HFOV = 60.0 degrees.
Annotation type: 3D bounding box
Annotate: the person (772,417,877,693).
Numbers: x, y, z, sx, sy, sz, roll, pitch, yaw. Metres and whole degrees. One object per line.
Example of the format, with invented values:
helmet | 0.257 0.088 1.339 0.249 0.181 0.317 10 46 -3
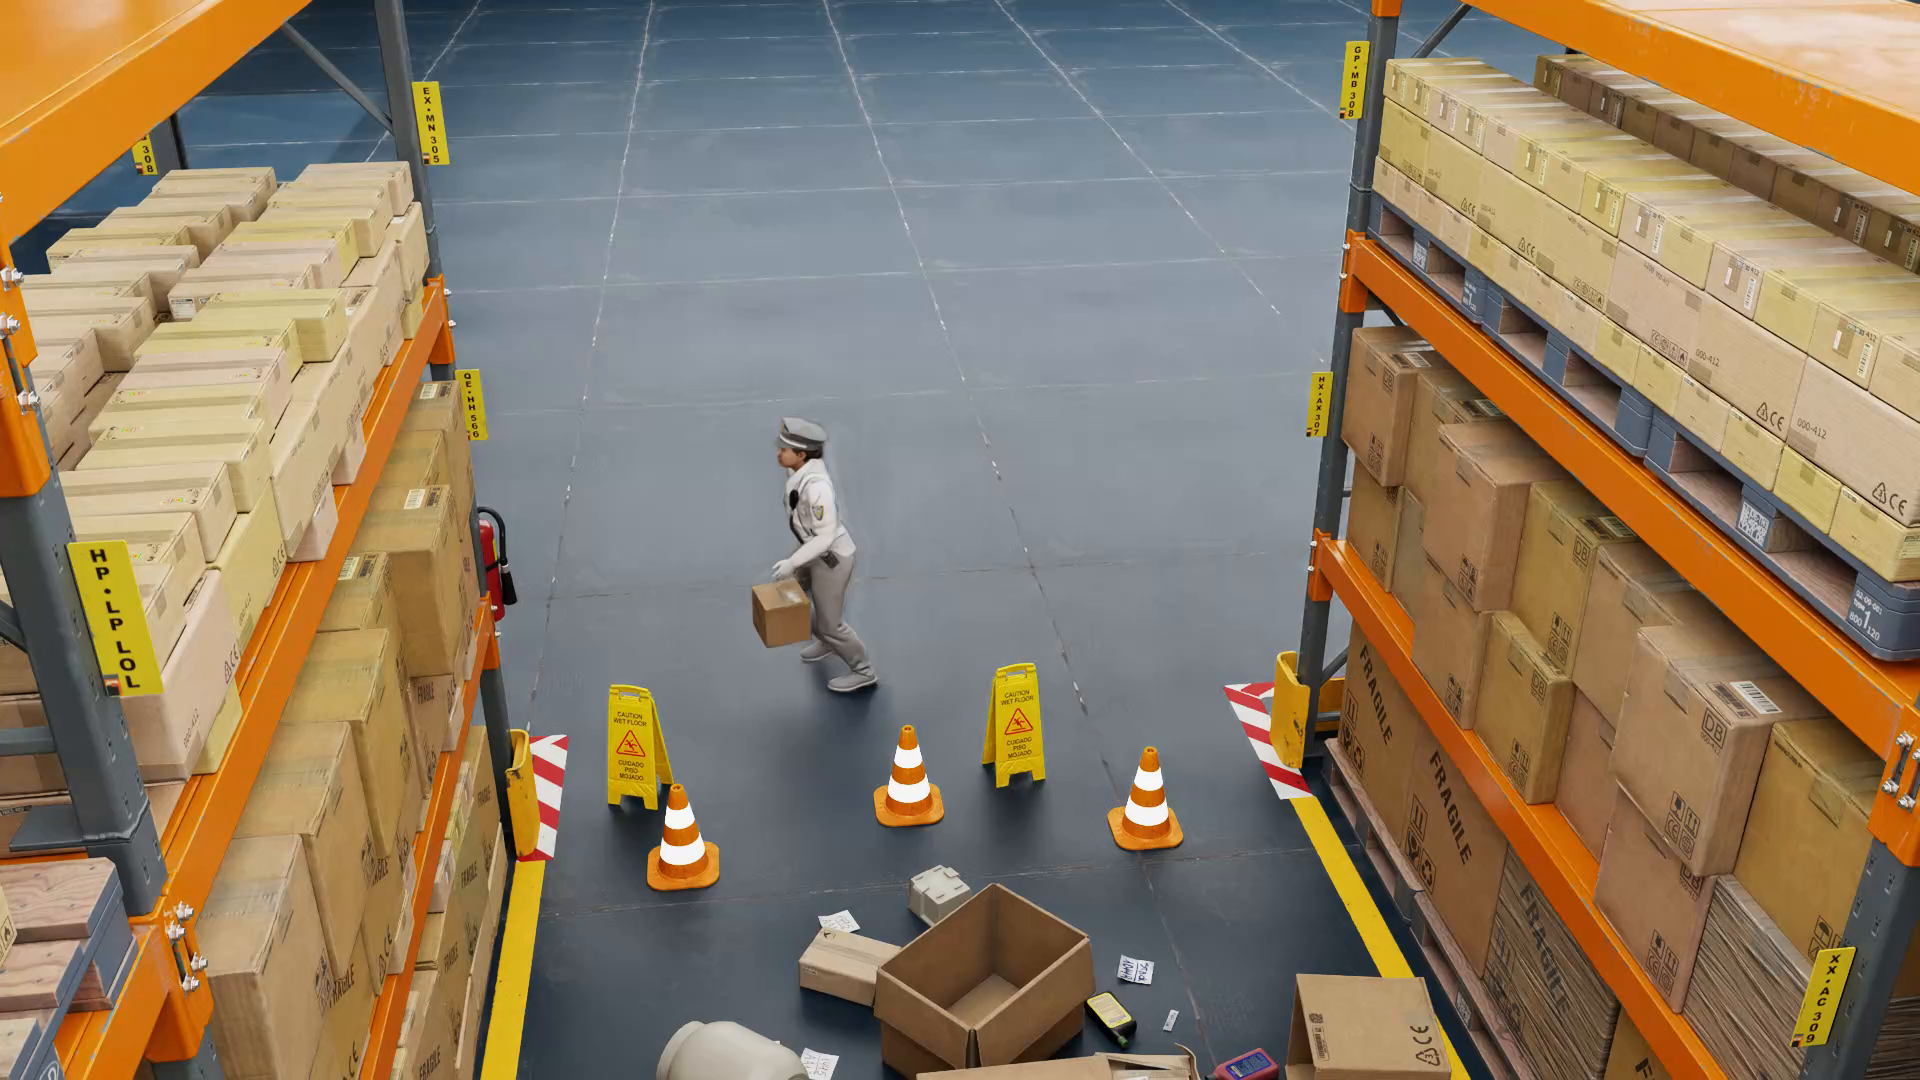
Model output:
person | -0.762 0.081 8.966 0.578 1.628 0.624 -8 28 -16
